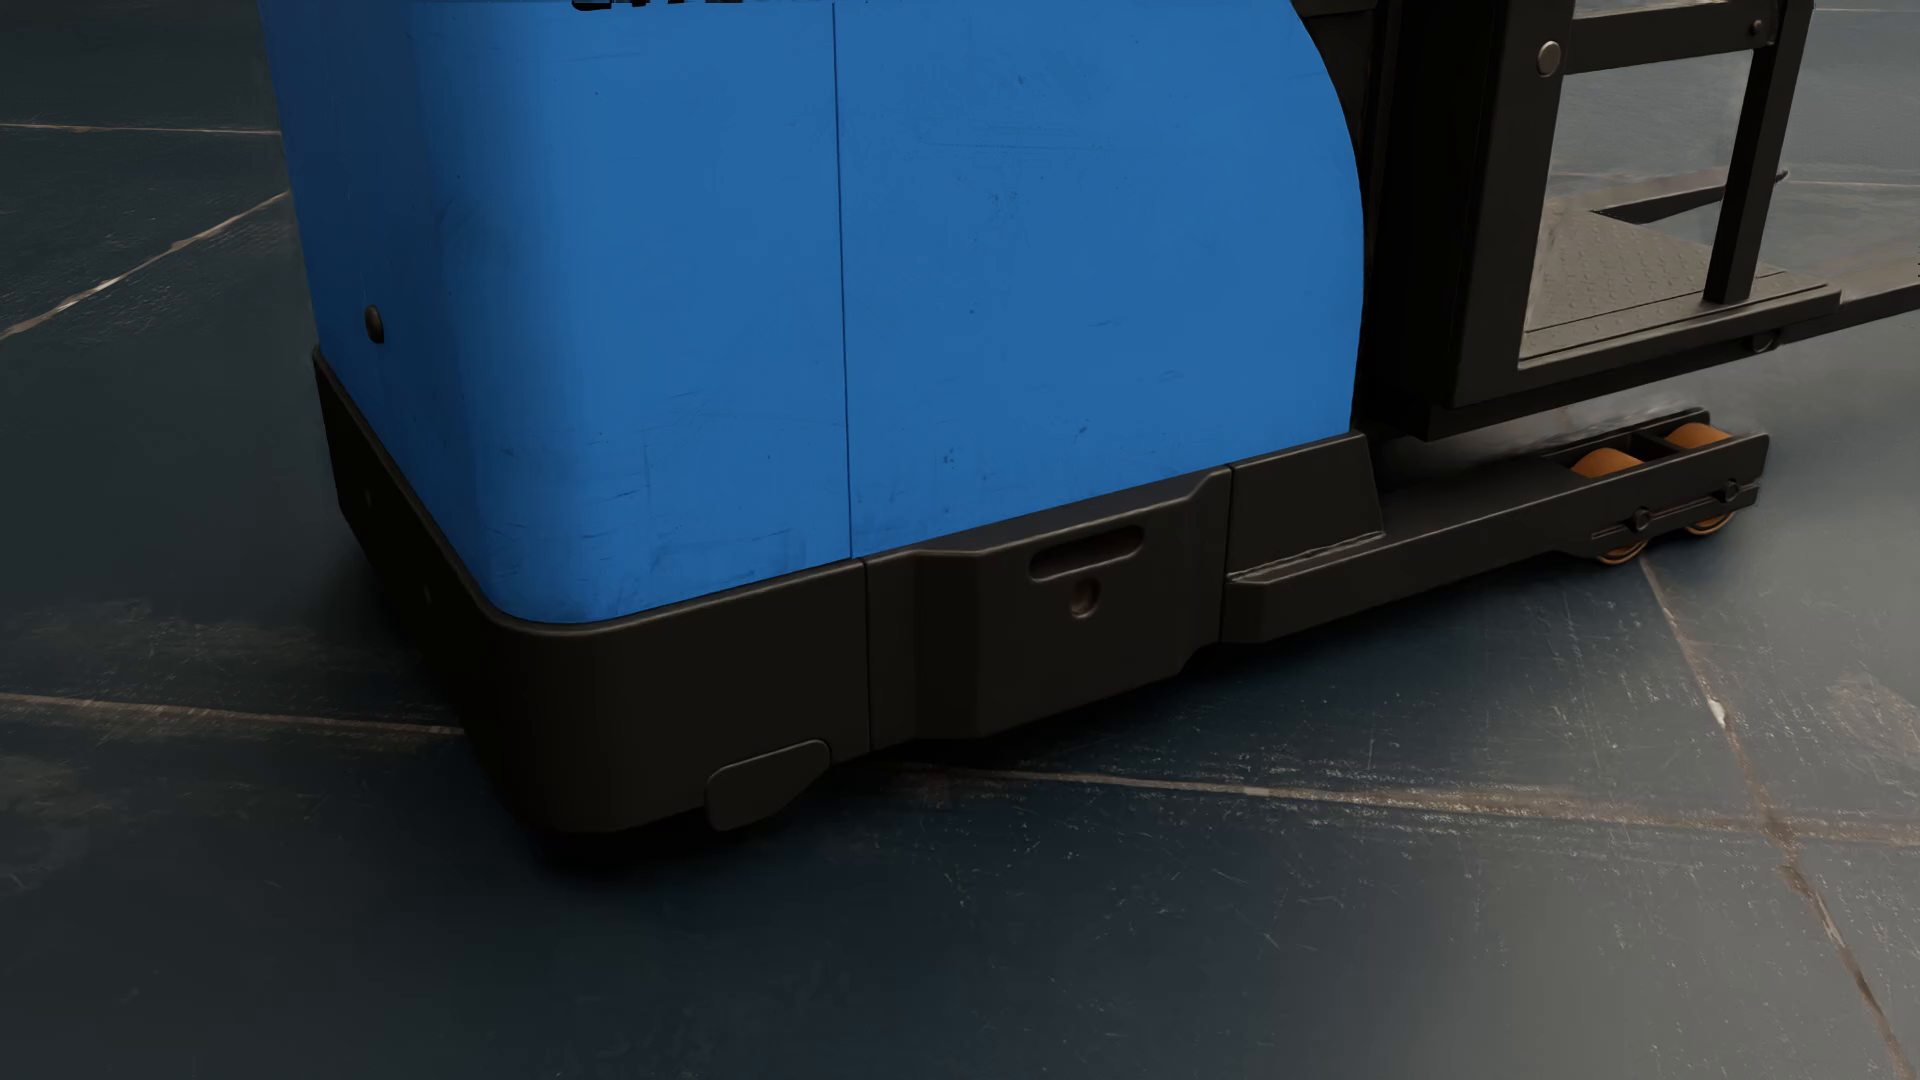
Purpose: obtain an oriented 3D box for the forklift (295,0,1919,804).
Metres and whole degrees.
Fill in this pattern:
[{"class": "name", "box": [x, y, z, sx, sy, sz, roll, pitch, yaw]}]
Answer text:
[{"class": "forklift", "box": [0.657, -1.432, 2.087, 3.031, 2.935, 1.130, -10, 28, -20]}]
